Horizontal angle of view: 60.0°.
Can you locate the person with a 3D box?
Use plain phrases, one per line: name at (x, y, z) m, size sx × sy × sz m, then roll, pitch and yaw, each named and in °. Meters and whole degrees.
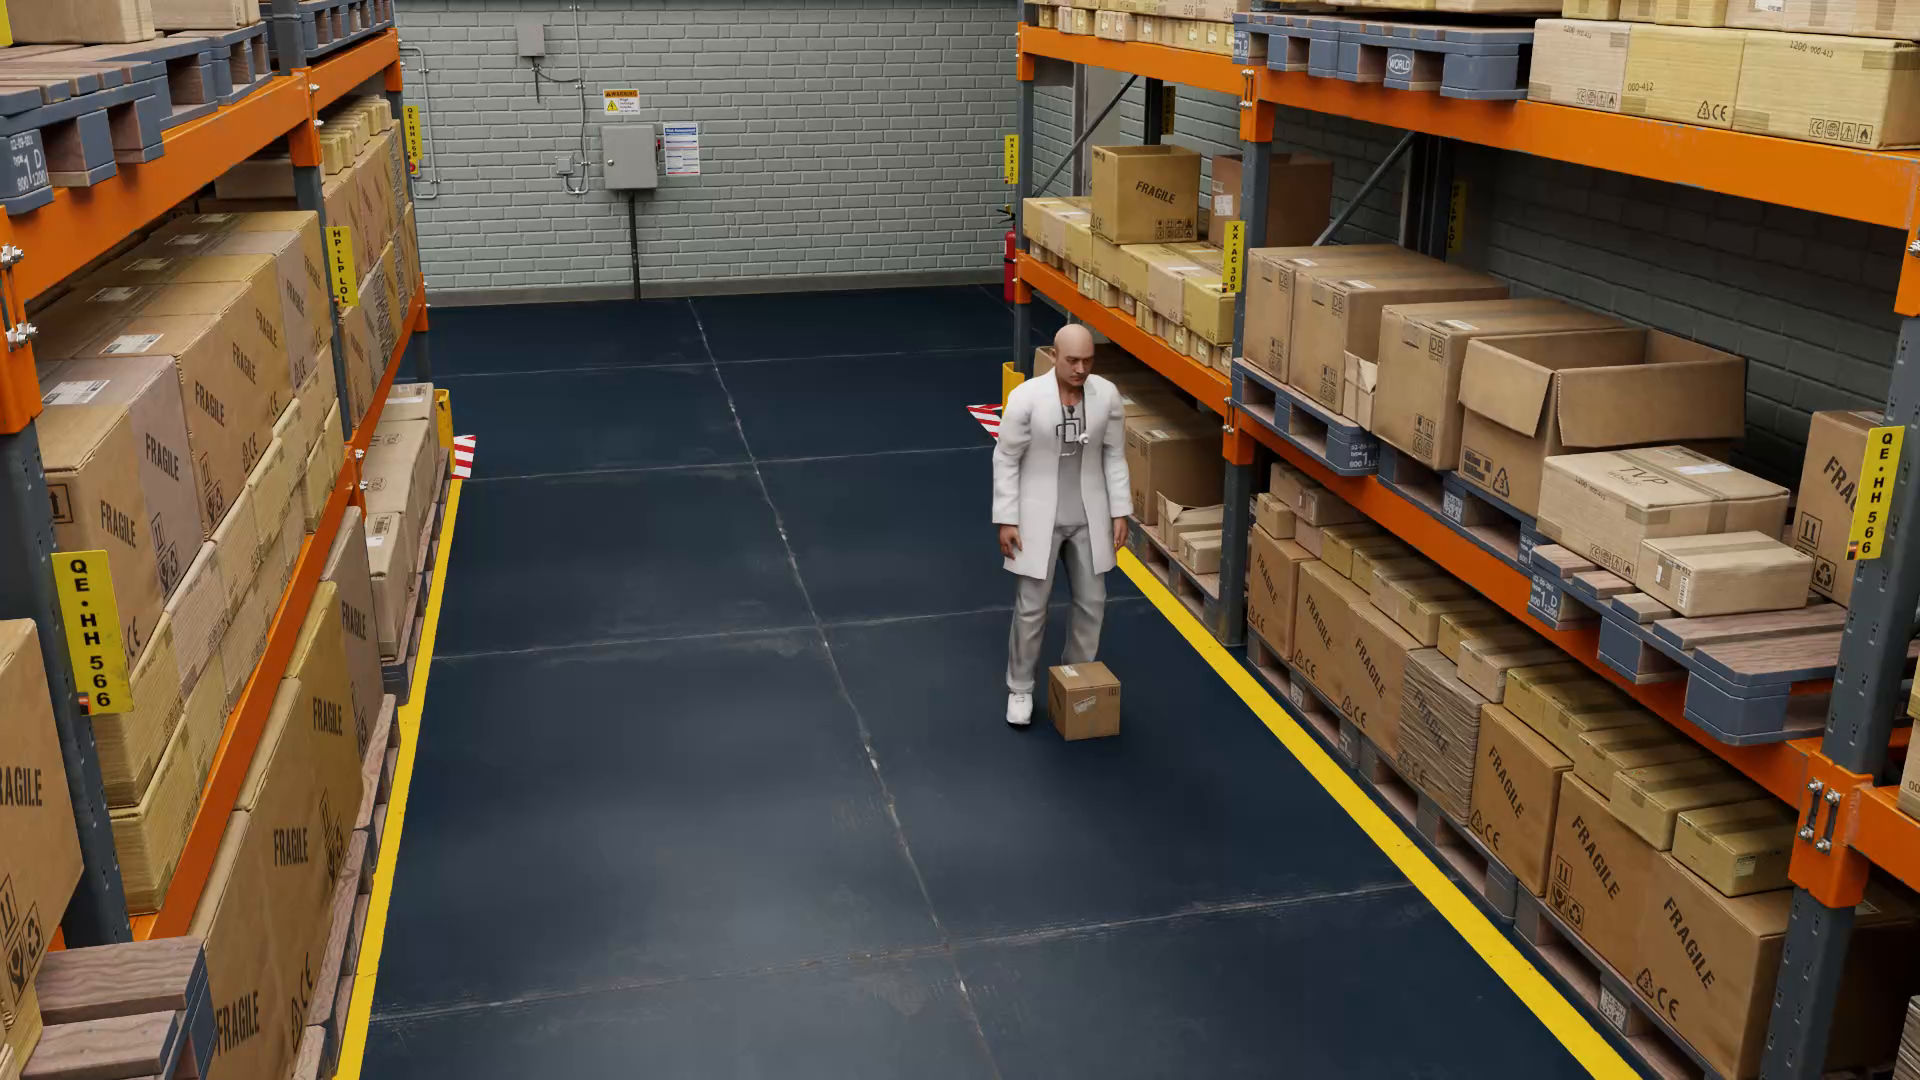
person at (0.452, -0.082, 7.323) m, size 0.645 × 1.774 × 0.428 m, roll -5°, pitch 20°, yaw -13°
